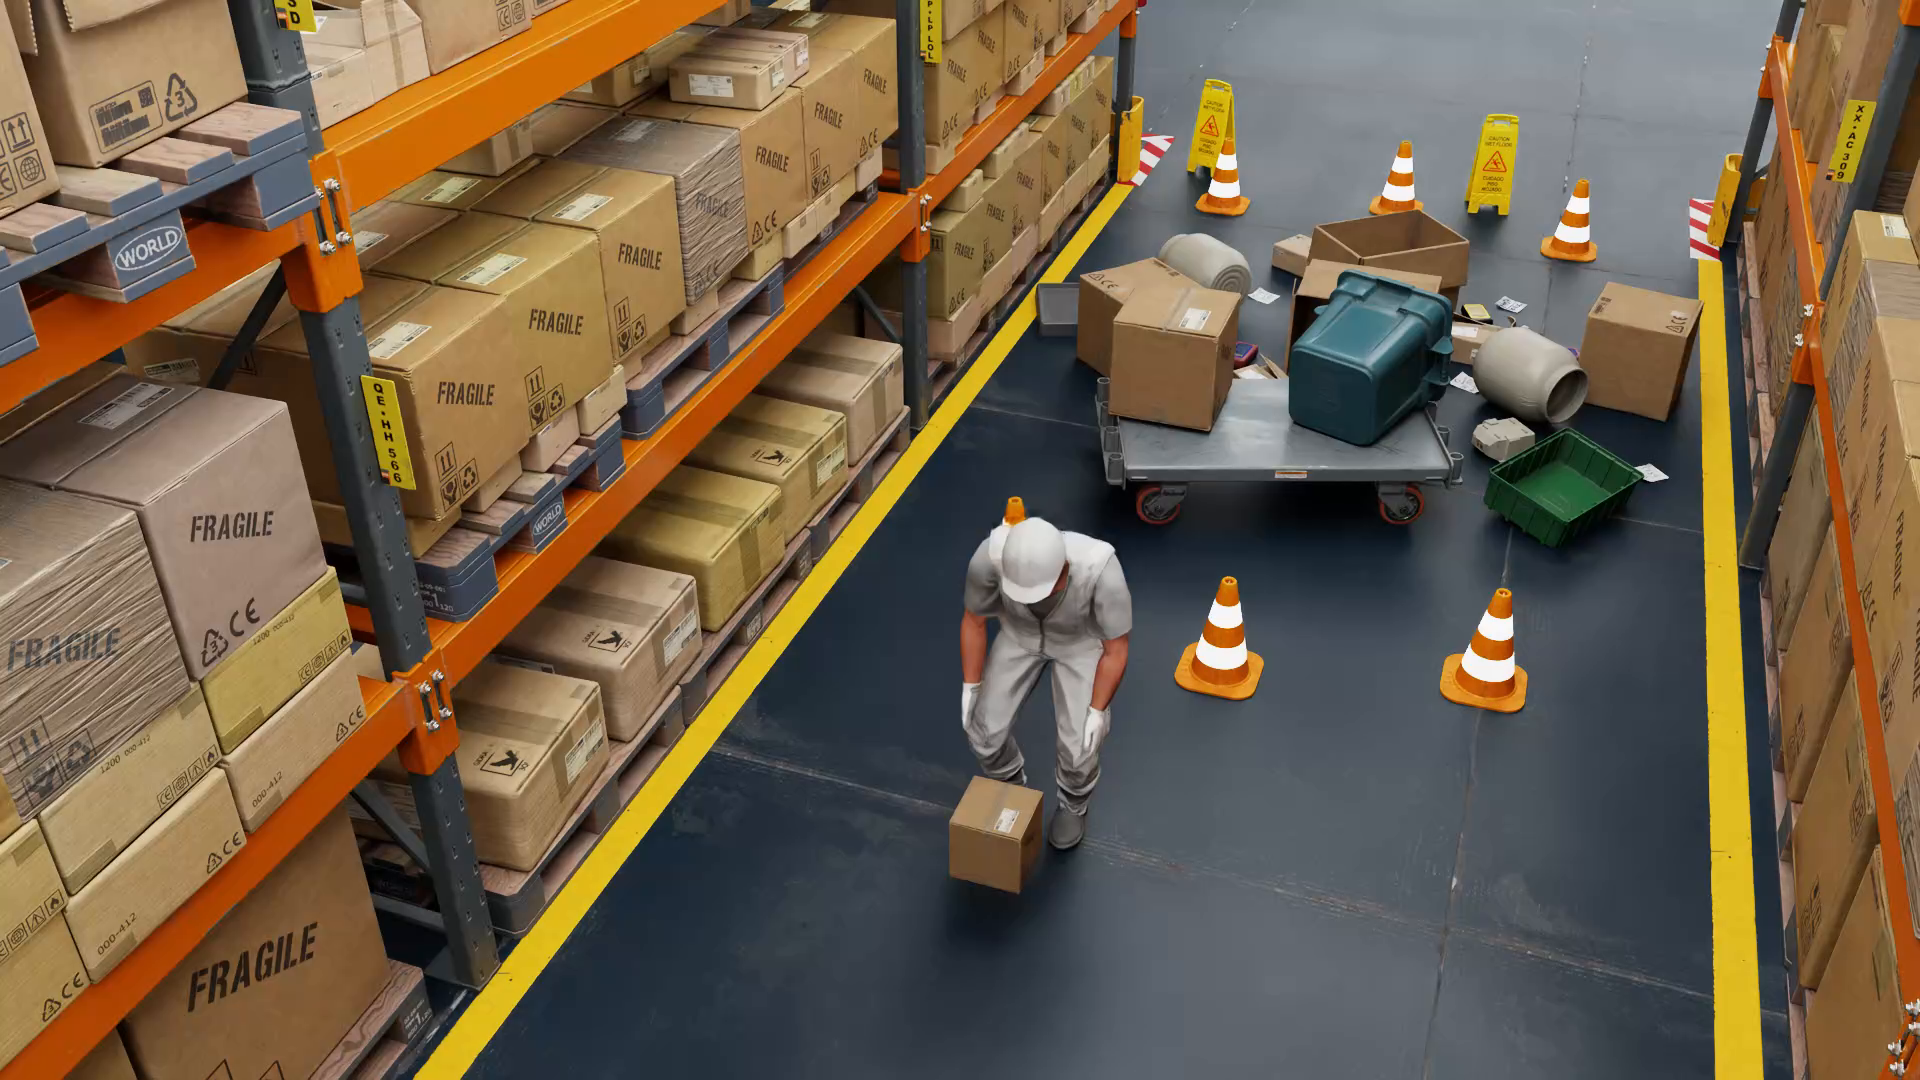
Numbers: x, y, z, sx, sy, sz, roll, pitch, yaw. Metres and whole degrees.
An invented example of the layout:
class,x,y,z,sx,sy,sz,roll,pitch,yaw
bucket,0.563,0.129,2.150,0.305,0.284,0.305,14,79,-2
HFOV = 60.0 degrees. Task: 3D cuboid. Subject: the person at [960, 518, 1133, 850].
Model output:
class,x,y,z,sx,sy,sz,roll,pitch,yaw
person,0.306,0.448,5.718,0.582,1.472,0.730,11,35,17
